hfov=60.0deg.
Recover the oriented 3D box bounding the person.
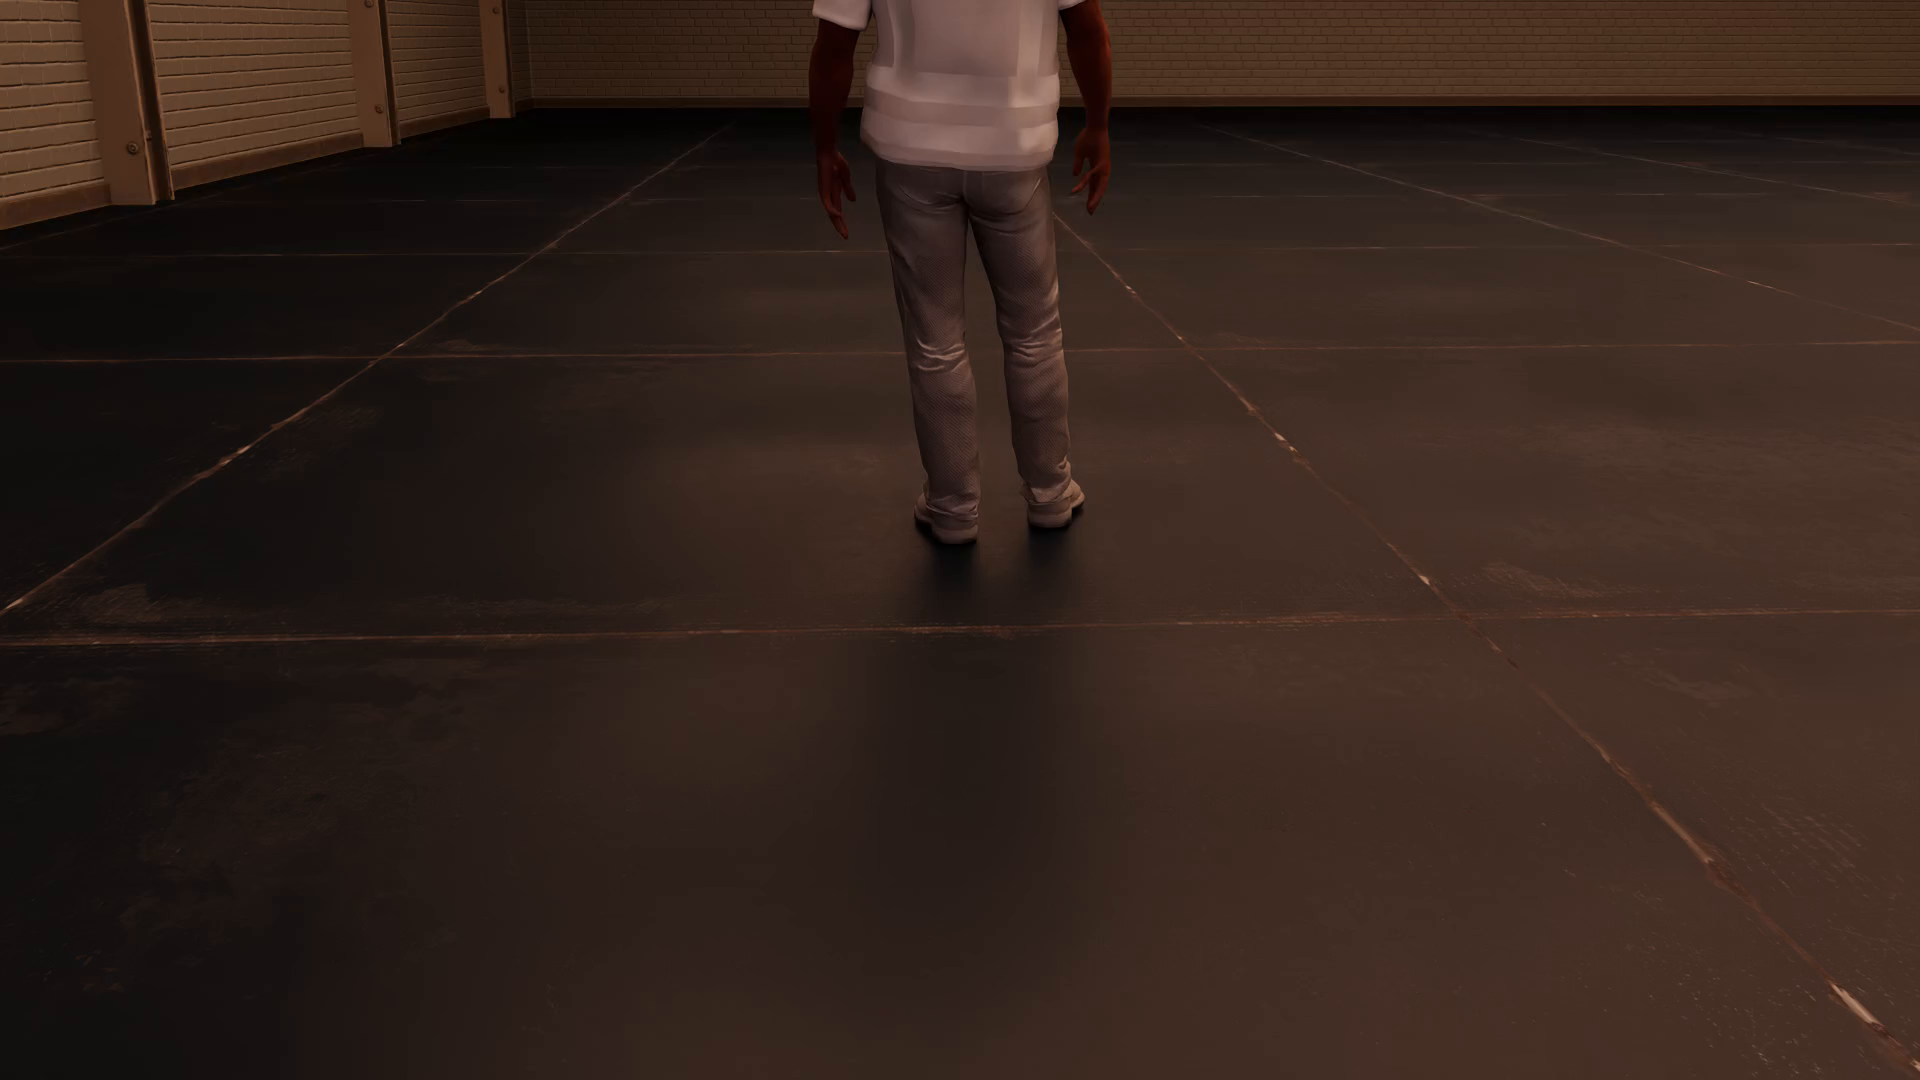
[{"bbox_3d":[0.003,-0.872,3.724,0.665,1.766,0.576,-1,17,-3],"label":"person"}]
